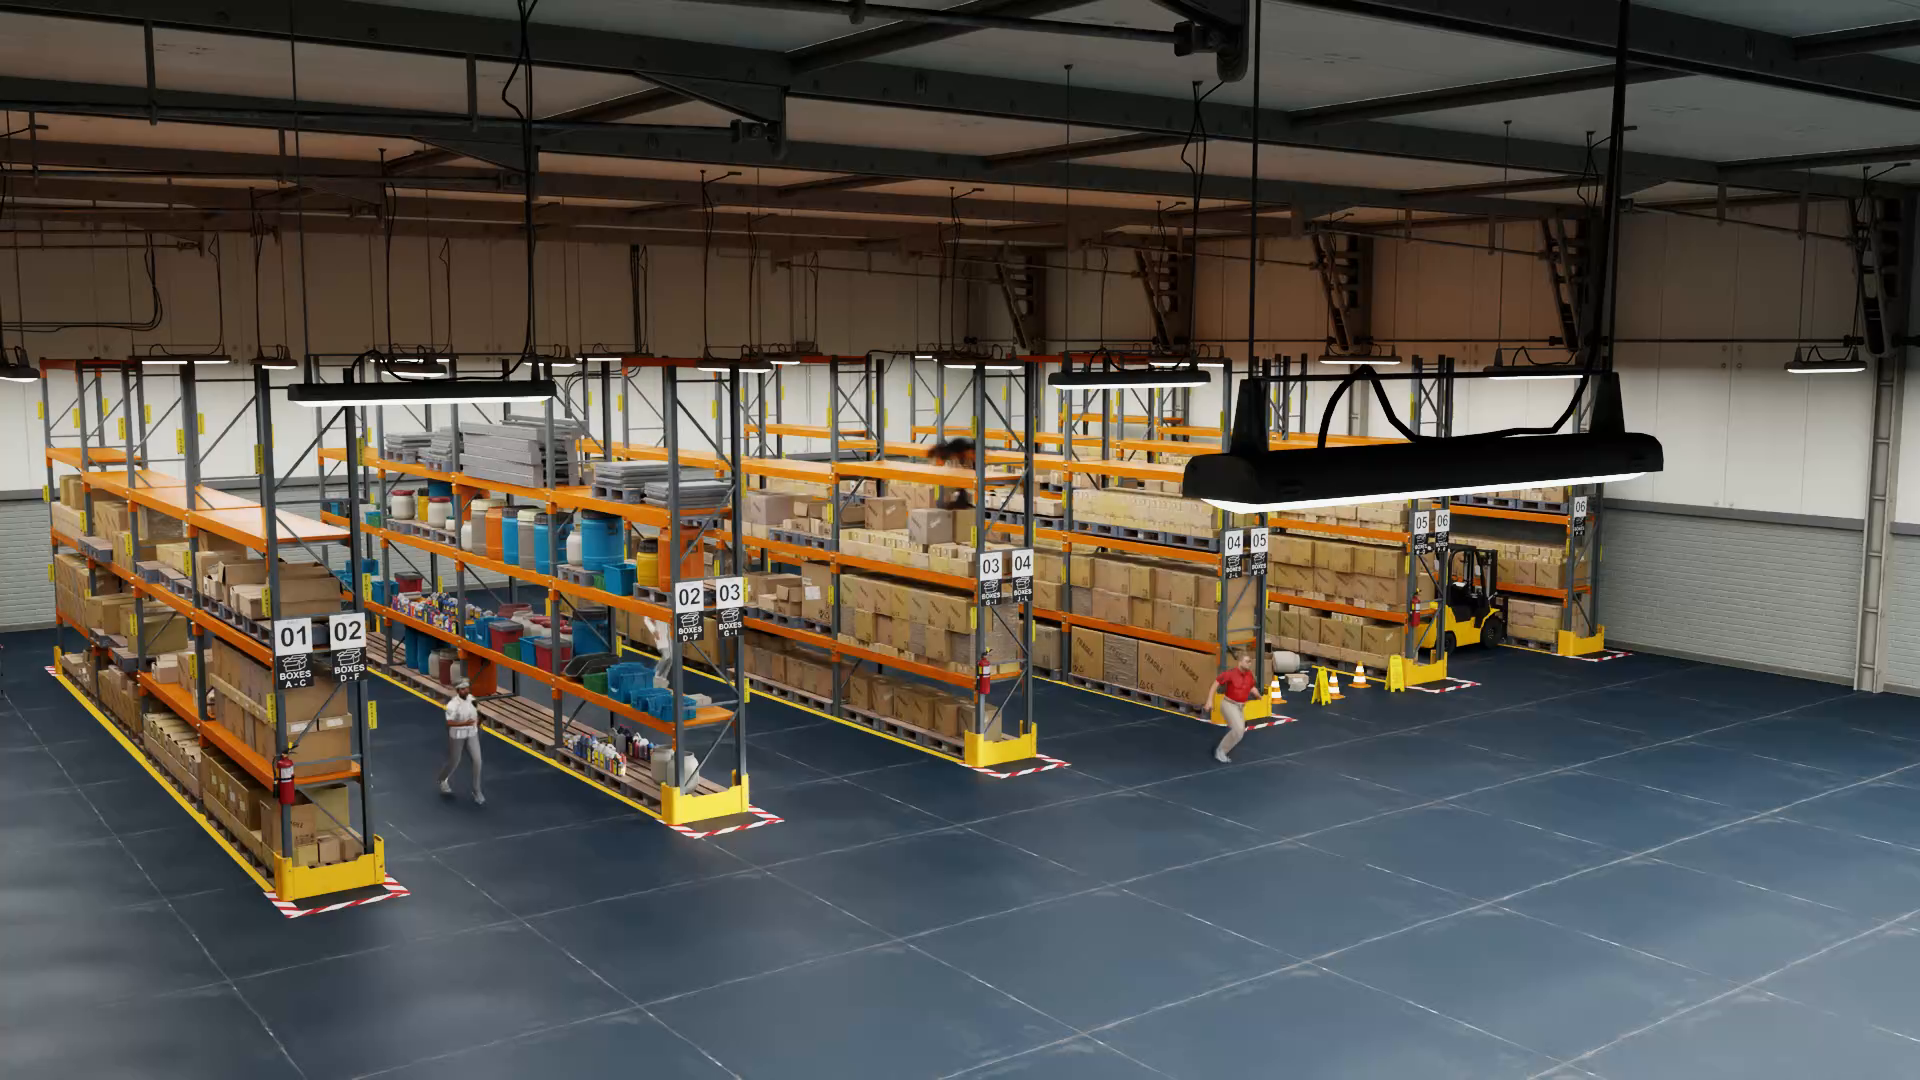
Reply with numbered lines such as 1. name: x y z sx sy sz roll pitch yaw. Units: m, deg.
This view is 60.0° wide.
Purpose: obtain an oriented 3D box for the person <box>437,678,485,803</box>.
1. person: -6.900 2.737 23.025 0.570 1.741 0.898 -6 9 -43

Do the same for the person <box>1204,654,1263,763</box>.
1. person: 4.192 2.552 25.013 0.679 1.657 0.850 6 9 41

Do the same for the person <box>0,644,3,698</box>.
1. person: -17.271 2.032 29.507 0.897 1.544 0.547 7 10 44

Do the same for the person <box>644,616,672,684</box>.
1. person: -5.360 1.806 30.436 0.681 1.737 0.657 -6 9 -40
